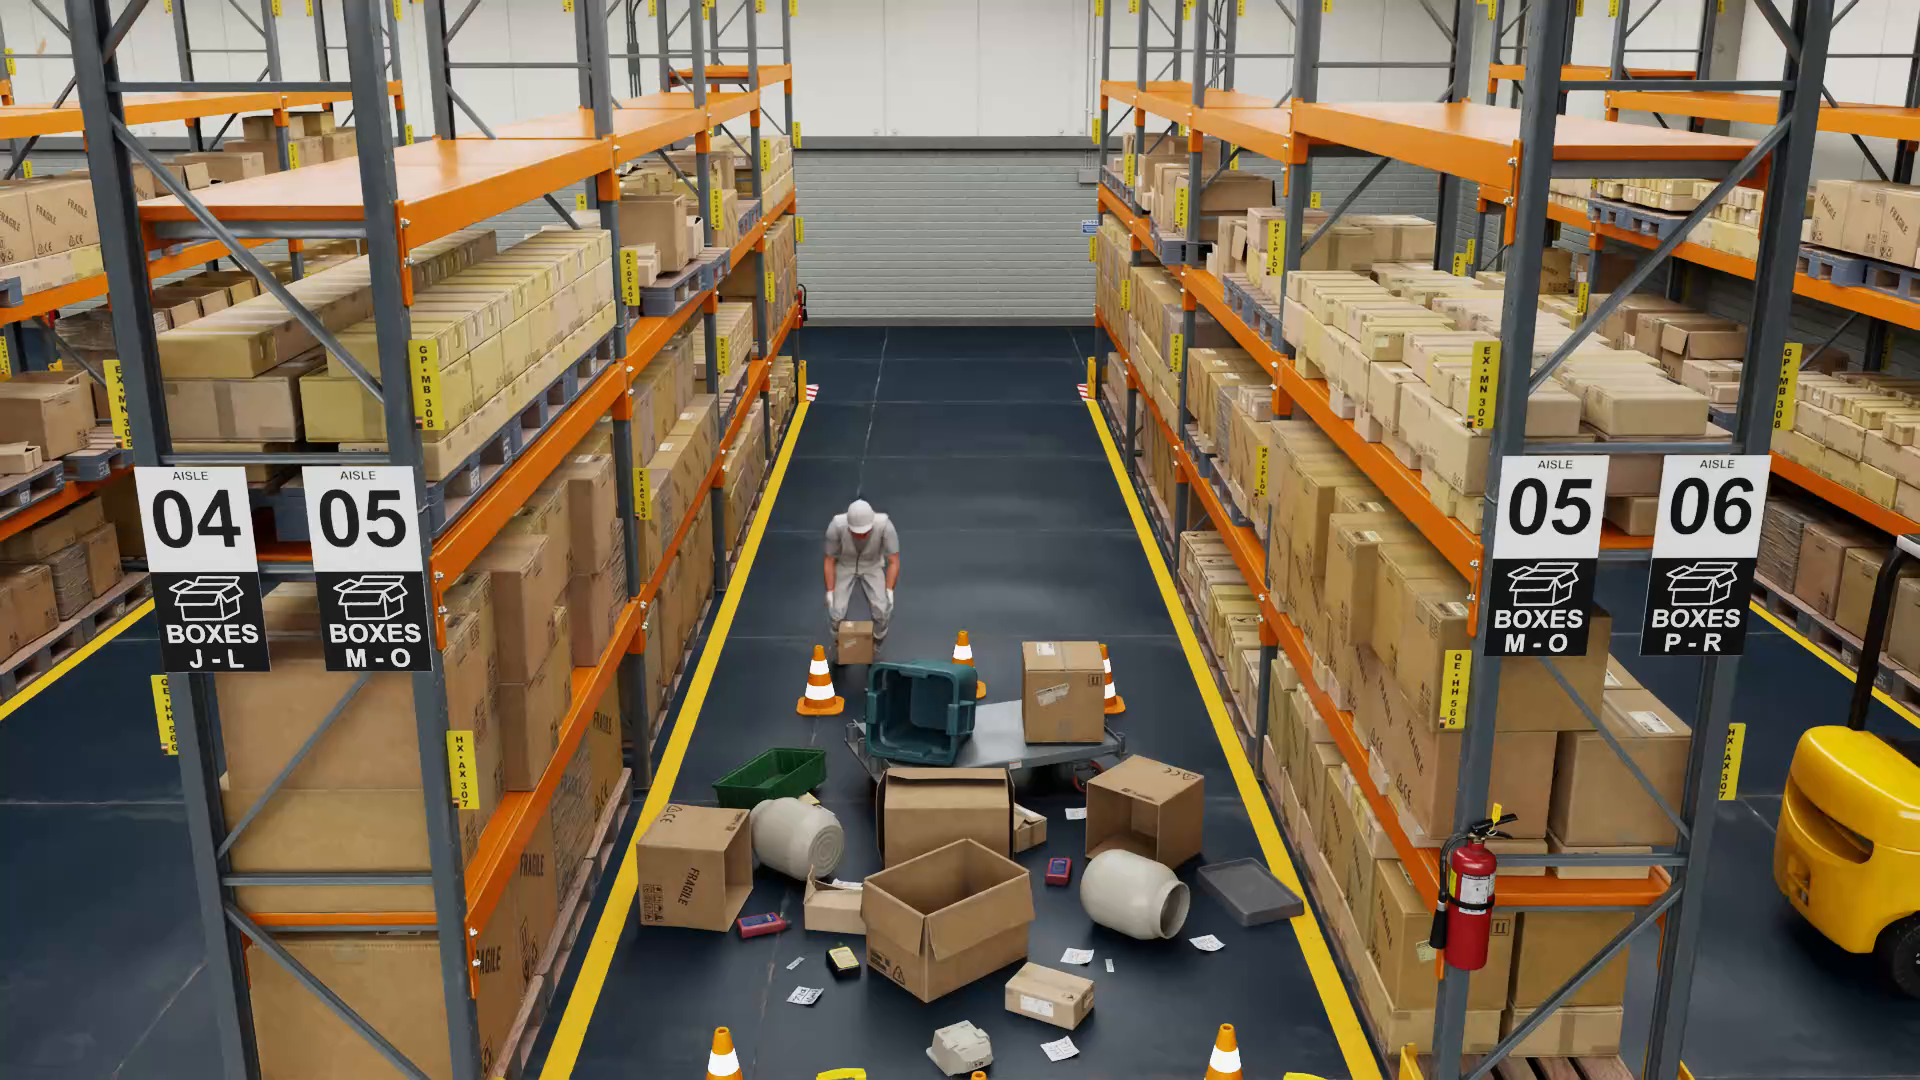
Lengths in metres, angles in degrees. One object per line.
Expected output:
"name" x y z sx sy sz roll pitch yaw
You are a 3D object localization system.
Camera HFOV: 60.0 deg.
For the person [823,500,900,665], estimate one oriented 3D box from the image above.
"person" -0.745 0.297 12.723 0.584 1.384 0.780 0 17 -1
